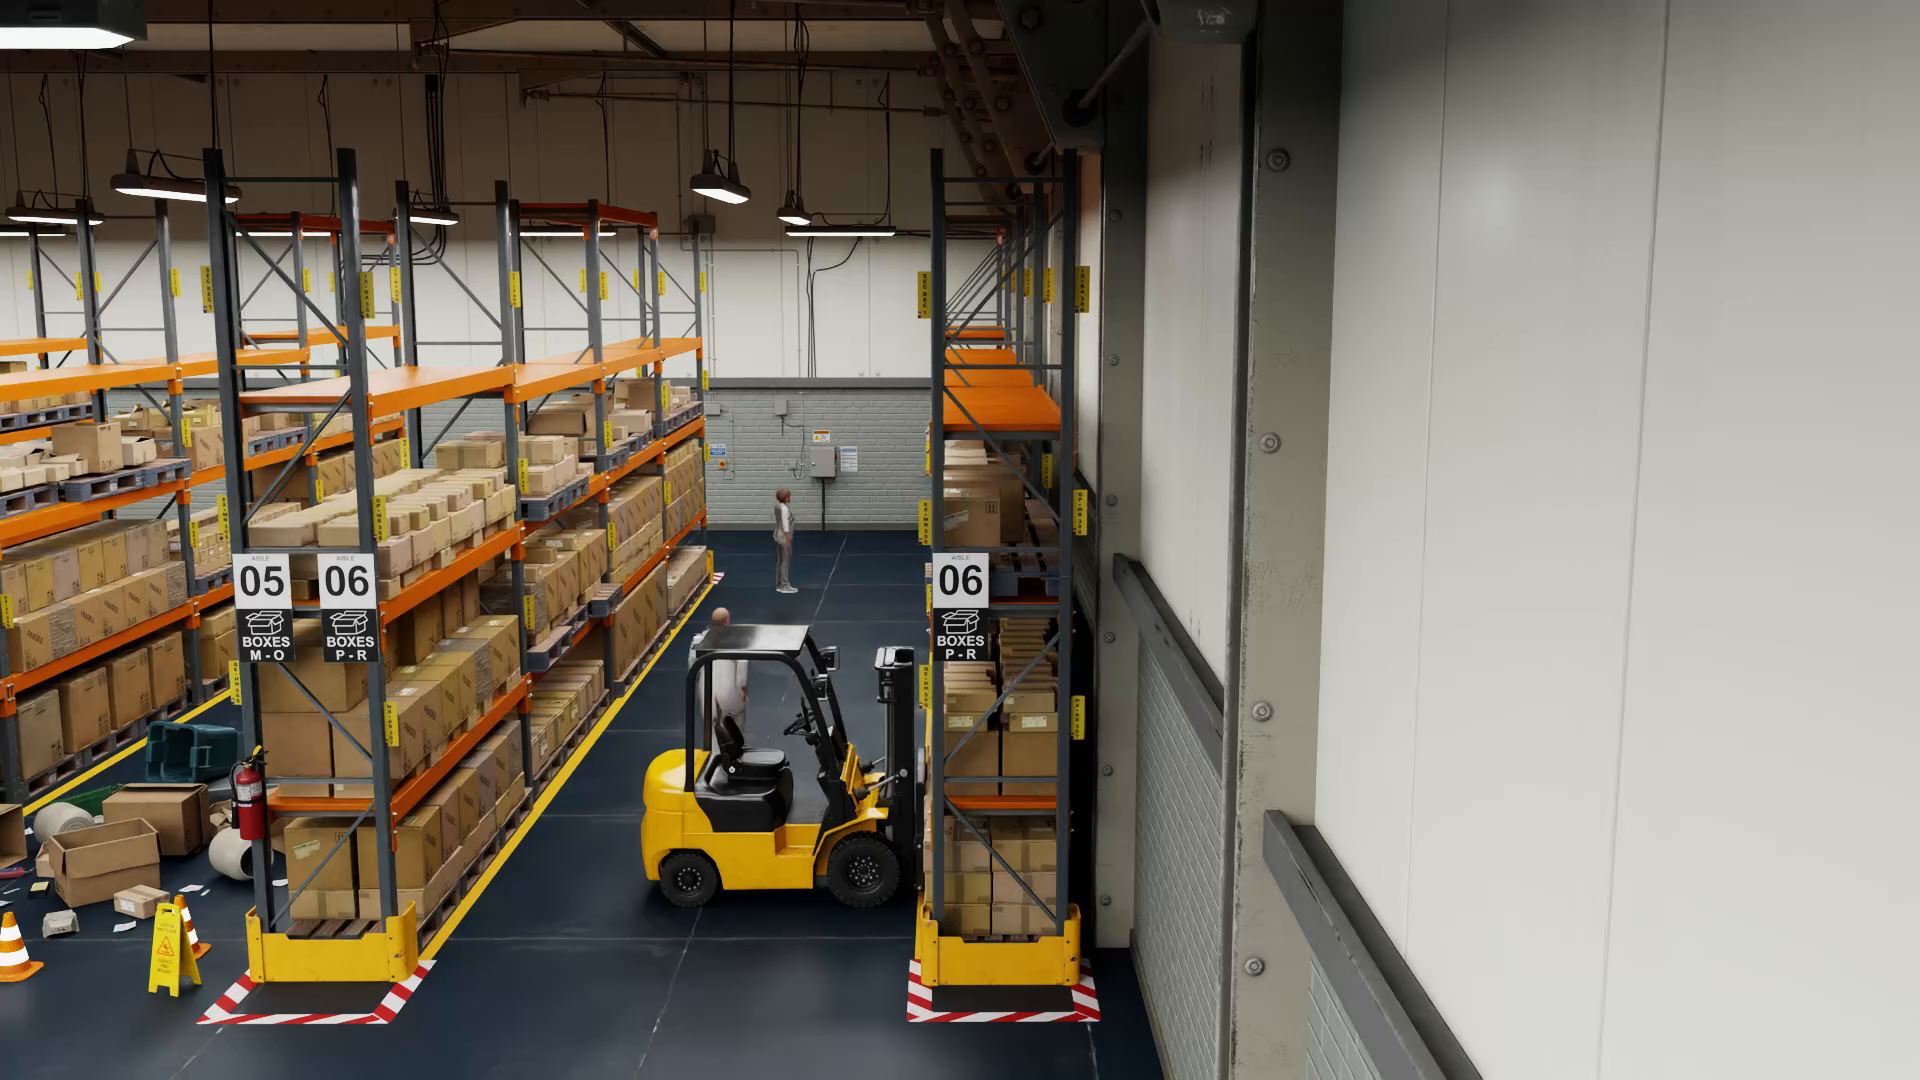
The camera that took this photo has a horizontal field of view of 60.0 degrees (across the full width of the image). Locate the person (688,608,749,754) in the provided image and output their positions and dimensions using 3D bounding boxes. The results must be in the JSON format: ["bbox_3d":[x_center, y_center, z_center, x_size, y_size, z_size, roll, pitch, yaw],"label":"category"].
[{"bbox_3d":[-2.480,1.569,17.318,0.689,1.755,0.729,1,9,3],"label":"person"}]

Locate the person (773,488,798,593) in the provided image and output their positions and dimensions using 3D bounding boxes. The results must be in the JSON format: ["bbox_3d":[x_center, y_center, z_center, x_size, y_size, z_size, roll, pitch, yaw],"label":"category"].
[{"bbox_3d":[-2.686,0.008,25.448,0.334,1.601,0.472,-4,10,-26],"label":"person"}]
